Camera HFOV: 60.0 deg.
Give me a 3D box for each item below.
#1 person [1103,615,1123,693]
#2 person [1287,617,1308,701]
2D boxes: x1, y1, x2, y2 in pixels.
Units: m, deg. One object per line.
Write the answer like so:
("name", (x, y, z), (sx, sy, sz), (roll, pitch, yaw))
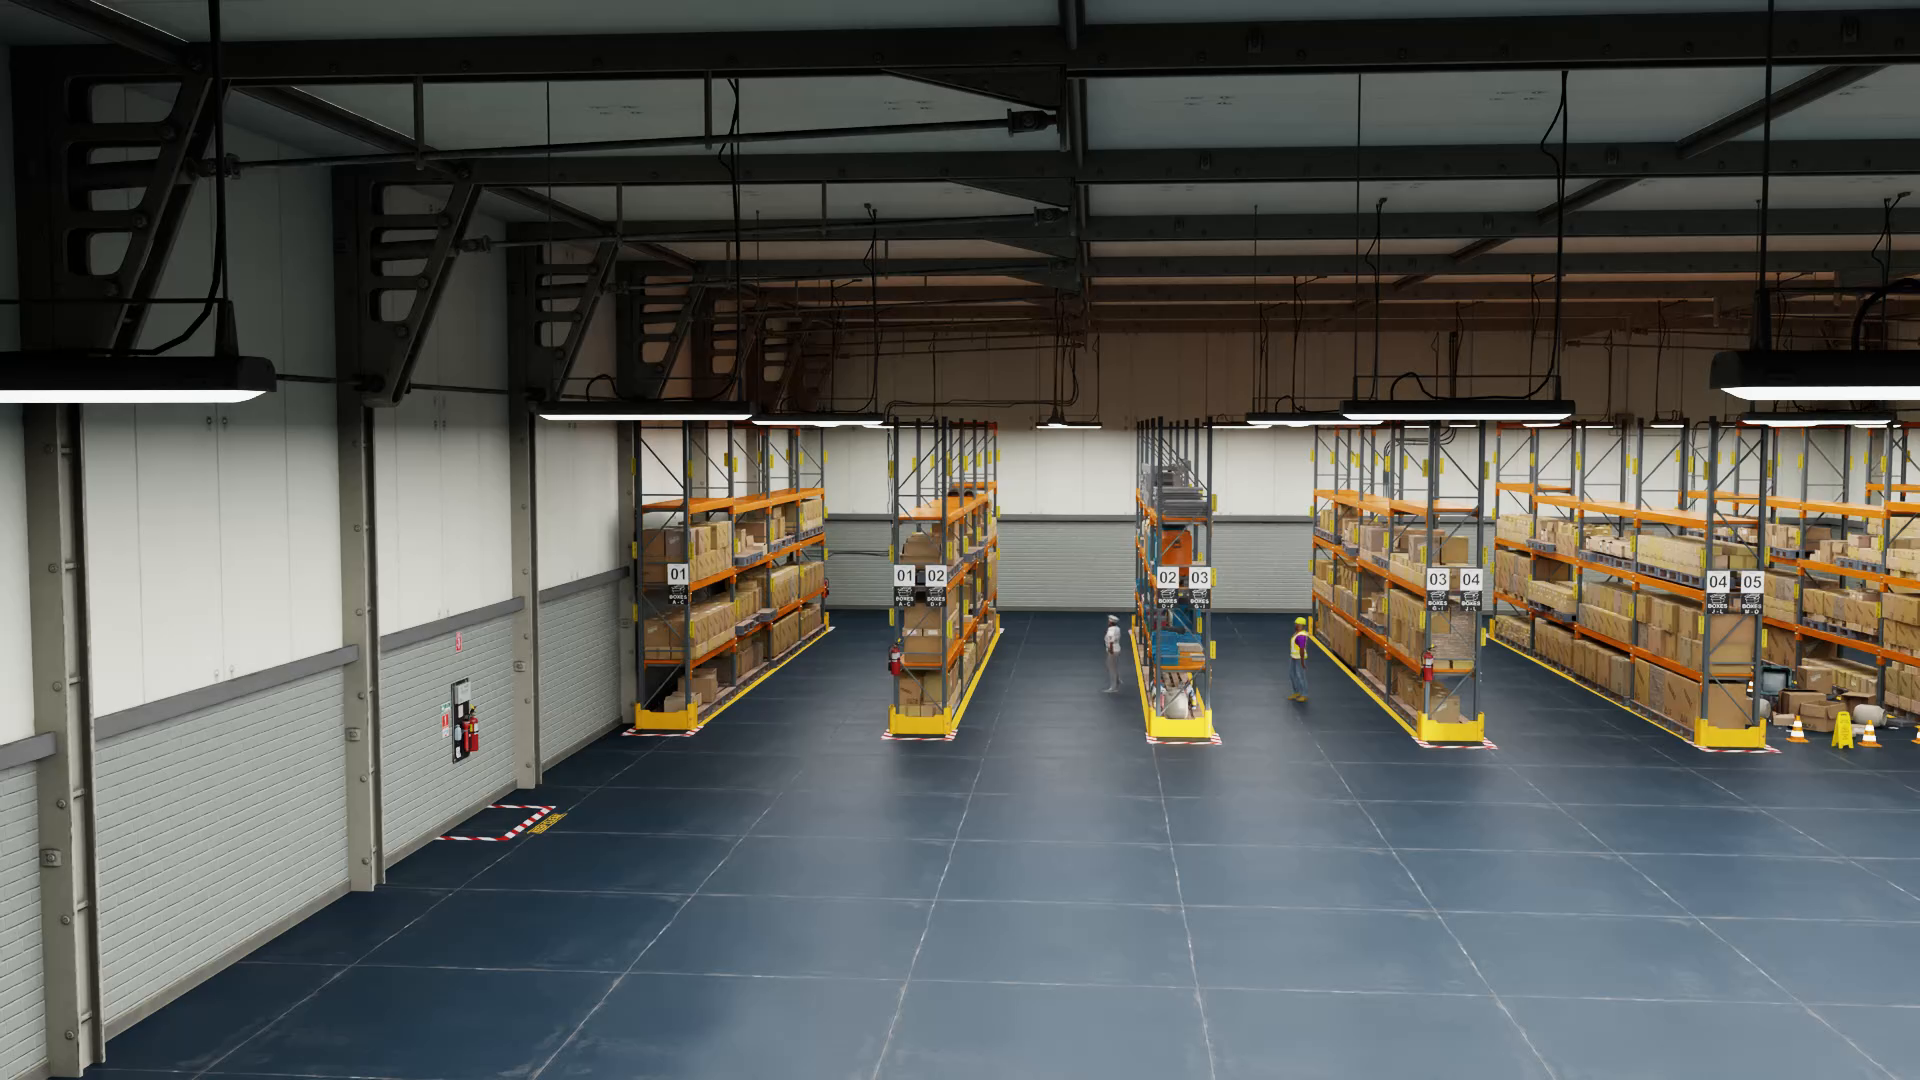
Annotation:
("person", (3.354, 2.491, 36.514), (0.393, 1.686, 0.501), (1, 4, 17))
("person", (7.181, 2.532, 35.347), (0.380, 1.801, 0.728), (0, 4, -5))
